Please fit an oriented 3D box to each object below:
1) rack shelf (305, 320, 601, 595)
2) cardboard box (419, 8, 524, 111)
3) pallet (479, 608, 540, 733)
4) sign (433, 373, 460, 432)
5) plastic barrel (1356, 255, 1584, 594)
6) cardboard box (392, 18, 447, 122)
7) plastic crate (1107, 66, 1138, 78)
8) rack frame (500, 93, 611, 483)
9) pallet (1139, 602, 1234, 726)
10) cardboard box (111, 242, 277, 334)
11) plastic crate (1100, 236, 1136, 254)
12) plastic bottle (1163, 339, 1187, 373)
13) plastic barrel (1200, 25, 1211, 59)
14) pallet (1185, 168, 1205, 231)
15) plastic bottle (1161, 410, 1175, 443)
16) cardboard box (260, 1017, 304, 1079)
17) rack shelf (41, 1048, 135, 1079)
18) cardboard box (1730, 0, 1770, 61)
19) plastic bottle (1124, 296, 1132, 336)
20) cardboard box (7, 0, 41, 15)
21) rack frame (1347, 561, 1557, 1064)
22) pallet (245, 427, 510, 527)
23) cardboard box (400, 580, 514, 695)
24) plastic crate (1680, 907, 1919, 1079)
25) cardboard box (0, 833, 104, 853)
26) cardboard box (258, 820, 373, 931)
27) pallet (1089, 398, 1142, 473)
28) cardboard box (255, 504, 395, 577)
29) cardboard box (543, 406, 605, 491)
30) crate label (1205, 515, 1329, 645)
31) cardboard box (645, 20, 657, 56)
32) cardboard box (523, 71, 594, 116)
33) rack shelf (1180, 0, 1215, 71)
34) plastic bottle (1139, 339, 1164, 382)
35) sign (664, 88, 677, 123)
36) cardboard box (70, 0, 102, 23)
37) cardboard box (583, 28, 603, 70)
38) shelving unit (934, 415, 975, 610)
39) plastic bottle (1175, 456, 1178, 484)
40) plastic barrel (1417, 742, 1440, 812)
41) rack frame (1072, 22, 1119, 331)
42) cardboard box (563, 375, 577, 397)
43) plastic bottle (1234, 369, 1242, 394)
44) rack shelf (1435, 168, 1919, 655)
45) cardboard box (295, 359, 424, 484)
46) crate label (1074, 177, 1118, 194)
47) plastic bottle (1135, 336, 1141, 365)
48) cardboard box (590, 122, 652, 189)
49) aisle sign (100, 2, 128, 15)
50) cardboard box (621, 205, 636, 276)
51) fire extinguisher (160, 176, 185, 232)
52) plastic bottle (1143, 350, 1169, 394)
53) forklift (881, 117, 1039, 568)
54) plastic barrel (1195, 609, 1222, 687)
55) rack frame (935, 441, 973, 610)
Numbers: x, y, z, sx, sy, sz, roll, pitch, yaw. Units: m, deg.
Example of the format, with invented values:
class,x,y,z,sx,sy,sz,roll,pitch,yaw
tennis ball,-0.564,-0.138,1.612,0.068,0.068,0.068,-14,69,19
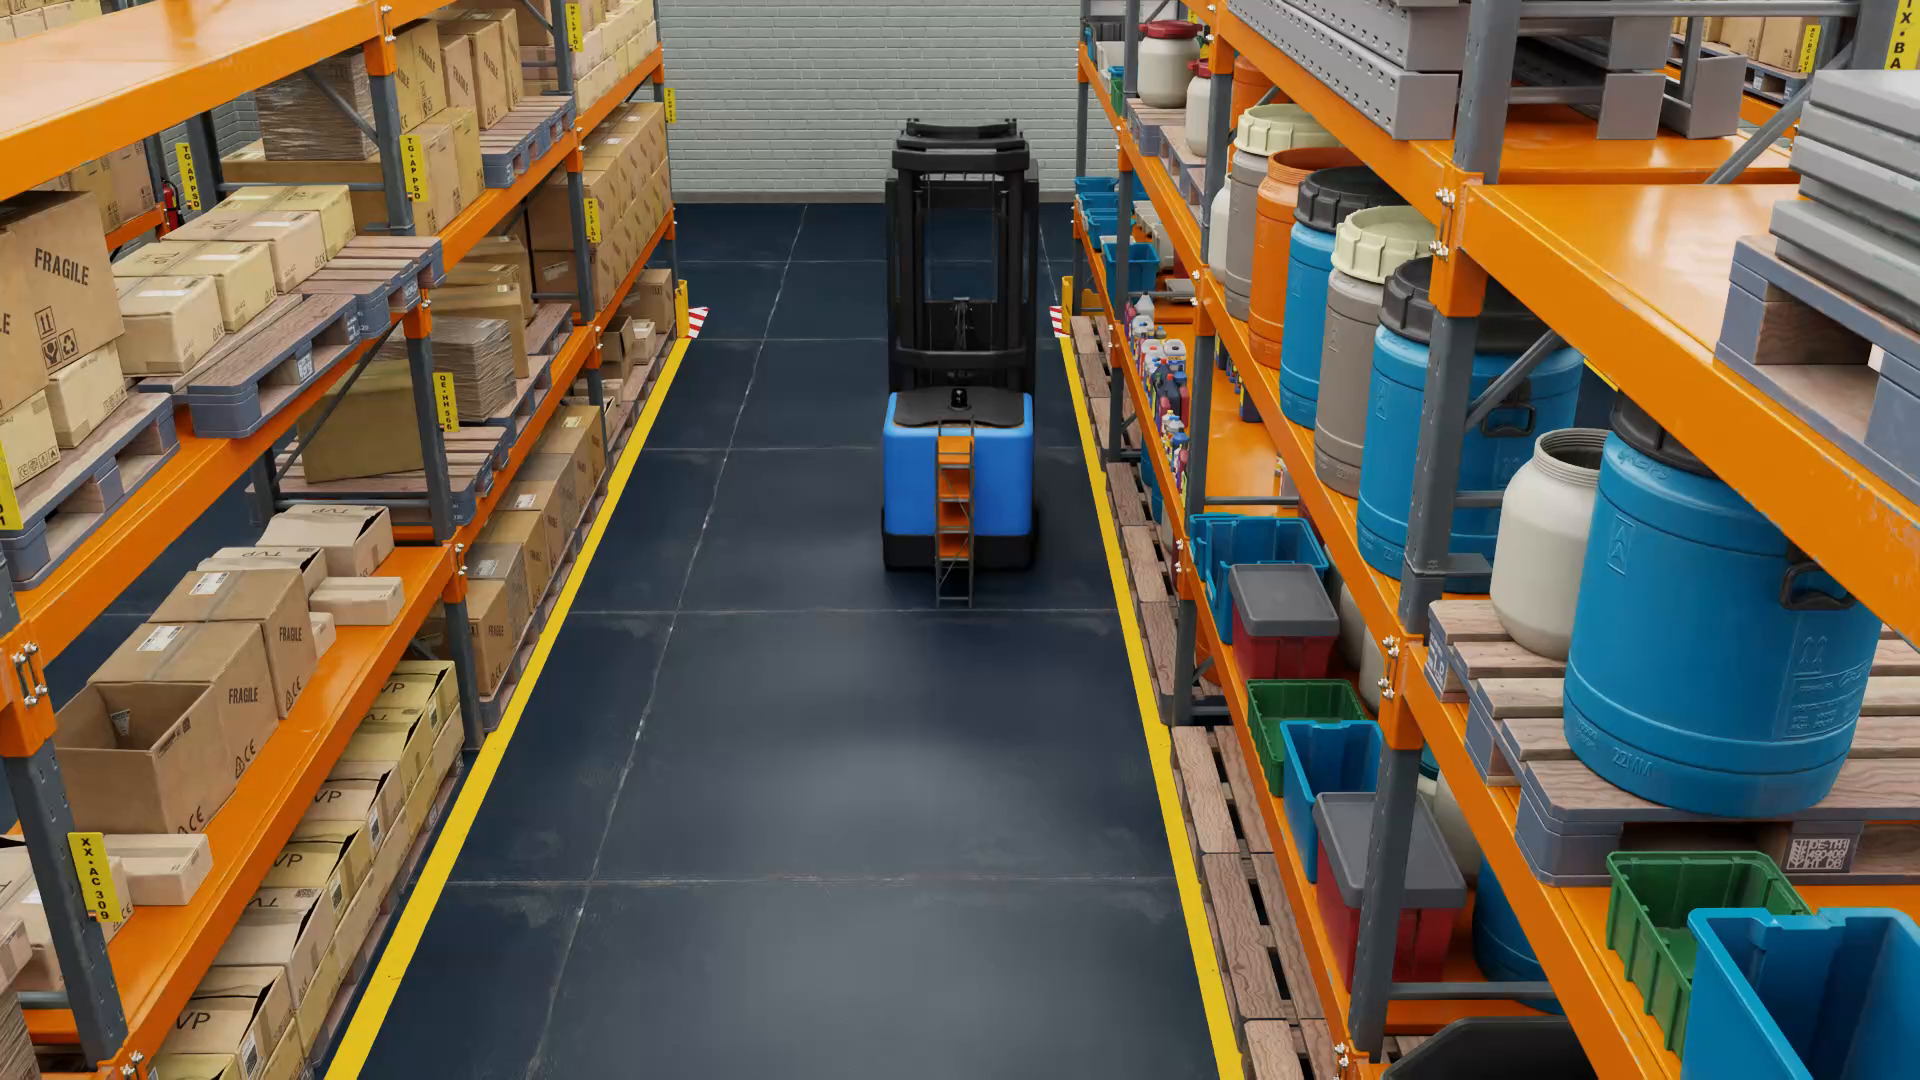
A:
class,x,y,z,sx,sy,sz,roll,pitch,yaw
rack shelf,-3.256,-0.681,10.872,1.077,0.370,4.000,0,24,-1
cardboard box,-3.346,-3.274,11.340,0.600,0.600,0.600,-3,24,-6
pallet,-3.204,0.778,10.156,1.003,0.211,1.213,0,24,-1
sign,-2.679,-0.716,8.671,0.100,0.325,0.005,0,24,-1
plastic barrel,1.540,-0.361,5.042,0.600,0.901,0.708,0,24,-1
cardboard box,-3.243,-2.652,9.383,0.500,0.500,0.500,0,24,-1
plastic crate,1.347,-3.518,12.834,0.416,0.233,0.300,0,24,-1
rack frame,-3.277,-1.833,12.545,1.000,3.000,0.127,0,24,-1
pallet,1.669,0.741,10.239,1.003,0.211,1.213,0,24,-1
cardboard box,-3.154,-1.036,6.816,0.500,0.250,0.500,-1,24,-2
plastic crate,1.356,-2.477,14.217,0.293,0.136,0.466,0,24,-1
plastic bottle,1.462,-1.224,11.349,0.152,0.276,0.135,0,24,-1
plastic barrel,1.889,-3.122,11.018,0.600,0.588,0.600,0,24,0
pallet,1.809,-1.801,9.066,1.003,0.211,1.213,0,24,-1
plastic bottle,1.295,-0.703,10.289,0.097,0.201,0.097,0,24,0
cardboard box,-2.951,2.147,6.572,0.500,0.250,0.500,0,24,1
rack shelf,-3.168,2.616,3.583,1.077,0.370,4.000,0,24,-1
cardboard box,6.558,-4.069,13.097,0.700,0.500,0.500,1,24,2
plastic bottle,1.253,-1.647,12.277,0.061,0.283,0.133,0,24,-1
cardboard box,-7.985,-4.612,13.693,0.500,0.500,0.500,-1,24,-3
rack frame,1.763,1.443,5.303,1.000,3.000,0.127,0,24,-1
pallet,-3.311,-0.376,9.557,1.213,0.211,1.003,0,24,-1
cardboard box,-2.953,0.565,9.743,0.500,0.500,0.500,1,24,2
plastic crate,1.485,0.948,2.778,0.392,0.384,0.575,0,24,-1
cardboard box,-3.383,1.164,6.084,0.396,0.266,0.258,-1,24,-2
cardboard box,-2.964,1.465,7.401,0.500,0.311,0.500,0,24,1
pallet,1.629,-0.886,13.835,1.003,0.211,1.213,0,24,-1
cardboard box,-3.274,0.006,8.588,0.500,0.311,0.500,1,24,3
cardboard box,-2.986,-0.692,12.523,0.500,0.500,0.500,0,24,-1
crate label,1.460,0.189,8.032,0.502,0.435,0.616,0,24,-1
cardboard box,-3.052,-4.569,15.137,0.500,0.250,0.500,0,24,-1
cardboard box,-3.035,-3.333,12.404,0.500,0.250,0.500,0,24,-1
rack shelf,1.697,-3.253,9.763,1.077,0.370,4.000,0,24,-1
plastic bottle,1.310,-1.223,11.348,0.152,0.276,0.135,0,24,-1
sign,-2.766,-4.147,15.873,0.100,0.325,0.005,0,24,-1
cardboard box,-8.001,-4.692,14.778,0.500,0.250,0.500,0,24,1
cardboard box,-3.042,-3.766,12.756,0.500,0.250,0.500,0,24,-1
shelving unit,-0.033,-0.183,11.082,0.258,1.200,0.503,1,24,1
plastic bottle,1.303,-0.422,9.668,0.097,0.201,0.097,0,24,0
plastic barrel,1.902,0.960,6.538,0.301,0.262,0.301,0,24,0
rack frame,1.632,-3.502,16.236,1.000,3.000,0.127,0,24,-1
cardboard box,-3.576,-1.351,14.208,0.500,0.311,0.500,0,24,-1
plastic bottle,1.892,-1.116,11.117,0.097,0.271,0.097,0,24,0
rack shelf,1.785,0.044,2.475,1.077,0.370,4.000,0,24,-1
cardboard box,-3.353,-0.680,9.367,0.700,0.500,0.500,-9,26,-18
crate label,1.305,-3.349,16.030,0.416,0.233,0.303,0,24,-1
plastic bottle,1.279,-1.332,11.679,0.097,0.201,0.097,0,24,0
cardboard box,-3.025,-3.378,14.628,0.500,0.500,0.500,0,24,1
aisle sign,-7.975,-4.673,15.670,0.394,0.787,0.004,0,24,-1
cardboard box,-3.023,-2.507,13.914,0.500,0.500,0.500,0,24,-1
fire extinguisher,-7.815,-3.316,16.372,0.296,0.674,0.183,0,24,-1
plastic bottle,1.312,-1.127,11.136,0.152,0.276,0.135,0,24,-1
forklift,0.021,-1.705,12.347,1.130,2.935,3.031,1,24,1
plastic barrel,1.697,0.391,9.753,0.600,0.830,0.708,0,24,-1
rack frame,-0.038,-0.083,10.860,0.240,1.200,0.015,1,24,1
